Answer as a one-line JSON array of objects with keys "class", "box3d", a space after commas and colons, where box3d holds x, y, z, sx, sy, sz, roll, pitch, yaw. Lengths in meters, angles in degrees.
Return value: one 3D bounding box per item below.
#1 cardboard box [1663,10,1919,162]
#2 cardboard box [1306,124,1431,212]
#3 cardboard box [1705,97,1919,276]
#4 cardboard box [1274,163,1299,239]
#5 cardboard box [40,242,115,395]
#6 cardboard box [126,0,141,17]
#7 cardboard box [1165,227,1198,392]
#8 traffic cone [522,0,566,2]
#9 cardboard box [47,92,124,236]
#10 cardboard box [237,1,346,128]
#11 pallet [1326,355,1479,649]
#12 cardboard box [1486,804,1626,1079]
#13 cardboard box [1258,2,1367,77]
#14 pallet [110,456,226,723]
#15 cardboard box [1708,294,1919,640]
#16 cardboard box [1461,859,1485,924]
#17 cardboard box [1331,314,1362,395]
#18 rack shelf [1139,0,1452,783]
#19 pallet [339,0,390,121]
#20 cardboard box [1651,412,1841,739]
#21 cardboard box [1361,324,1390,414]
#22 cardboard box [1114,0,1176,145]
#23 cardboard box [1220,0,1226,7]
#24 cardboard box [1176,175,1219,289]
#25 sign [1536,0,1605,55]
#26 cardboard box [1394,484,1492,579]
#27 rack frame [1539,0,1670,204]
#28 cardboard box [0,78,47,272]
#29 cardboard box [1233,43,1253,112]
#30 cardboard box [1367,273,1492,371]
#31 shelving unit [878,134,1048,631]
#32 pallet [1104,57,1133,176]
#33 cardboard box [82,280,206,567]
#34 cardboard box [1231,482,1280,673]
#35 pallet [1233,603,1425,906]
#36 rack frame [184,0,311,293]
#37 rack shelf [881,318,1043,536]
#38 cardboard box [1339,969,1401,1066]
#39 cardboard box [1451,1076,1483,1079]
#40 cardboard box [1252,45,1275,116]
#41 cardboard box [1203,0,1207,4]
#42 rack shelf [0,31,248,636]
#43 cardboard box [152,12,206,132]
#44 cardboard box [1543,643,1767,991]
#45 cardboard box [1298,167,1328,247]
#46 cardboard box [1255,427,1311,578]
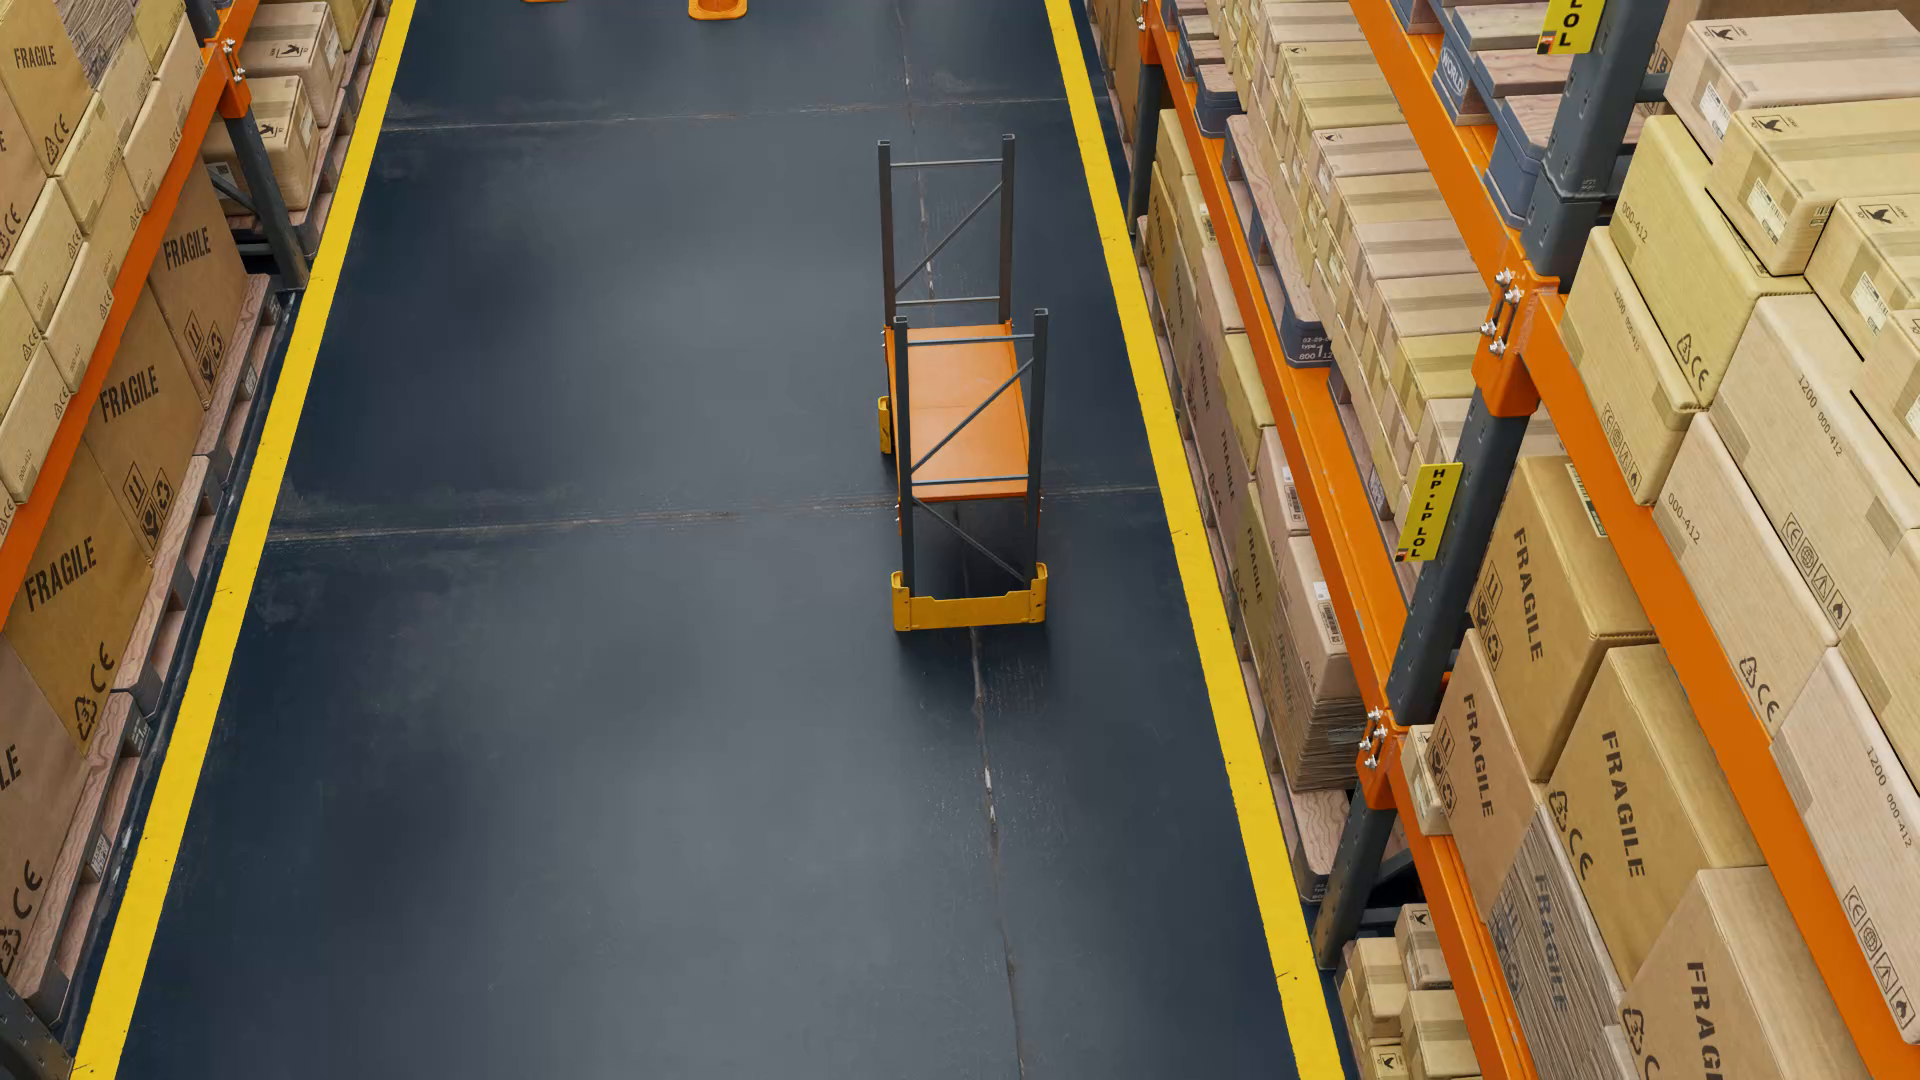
[{"class": "cardboard box", "box3d": [1.445, -0.764, 2.826, 0.380, 0.149, 0.250, -4, 47, -4]}, {"class": "cardboard box", "box3d": [1.326, -1.184, 5.280, 0.380, 0.149, 0.250, -5, 47, -5]}, {"class": "cardboard box", "box3d": [1.435, -0.565, 2.637, 0.380, 0.149, 0.250, -5, 47, -5]}, {"class": "cardboard box", "box3d": [1.297, -1.169, 5.675, 0.380, 0.149, 0.250, -5, 47, -5]}, {"class": "cardboard box", "box3d": [-3.140, -0.717, 5.467, 0.500, 0.250, 0.500, -4, 47, -4]}, {"class": "cardboard box", "box3d": [-3.293, -2.240, 6.048, 0.500, 0.500, 0.500, -5, 47, -4]}, {"class": "cardboard box", "box3d": [1.178, -0.988, 7.052, 0.500, 0.500, 0.500, -3, 47, -3]}, {"class": "traffic cone", "box3d": [-2.433, -3.430, 9.680, 0.336, 0.463, 0.334, -3, 47, -3]}, {"class": "cardboard box", "box3d": [-3.193, -1.266, 5.642, 0.500, 0.250, 0.500, -5, 47, -4]}, {"class": "cardboard box", "box3d": [-3.704, -2.404, 8.481, 0.950, 0.372, 0.625, -4, 47, -4]}, {"class": "pallet", "box3d": [1.743, -0.196, 5.002, 1.003, 0.211, 1.213, -3, 47, -3]}, {"class": "cardboard box", "box3d": [1.501, 0.894, 3.563, 0.500, 0.500, 0.500, -3, 47, -3]}, {"class": "cardboard box", "box3d": [1.260, -1.751, 5.817, 0.380, 0.149, 0.250, -2, 47, -1]}, {"class": "pallet", "box3d": [-3.507, 0.194, 6.421, 1.003, 0.211, 1.213, -3, 47, -3]}, {"class": "cardboard box", "box3d": [1.500, -0.128, 2.499, 0.500, 0.250, 0.500, -4, 47, -3]}, {"class": "cardboard box", "box3d": [1.456, 0.793, 4.106, 0.380, 0.149, 0.250, -2, 47, -2]}, {"class": "cardboard box", "box3d": [1.370, -0.583, 5.120, 0.380, 0.149, 0.250, -6, 47, -5]}, {"class": "rack shelf", "box3d": [1.495, -0.900, 6.032, 1.077, 0.370, 4.000, -3, 47, -3]}, {"class": "pallet", "box3d": [-3.760, -2.708, 9.169, 1.003, 0.211, 1.213, -3, 47, -3]}, {"class": "cardboard box", "box3d": [1.489, 0.033, 2.690, 0.500, 0.250, 0.500, -4, 47, -4]}, {"class": "cardboard box", "box3d": [1.391, -0.507, 4.843, 0.380, 0.149, 0.250, -2, 47, -2]}, {"class": "cardboard box", "box3d": [1.366, -2.411, 8.228, 1.050, 0.750, 0.750, -4, 47, -4]}, {"class": "cardboard box", "box3d": [1.193, -2.197, 6.443, 0.380, 0.149, 0.250, -1, 47, -1]}, {"class": "cardboard box", "box3d": [1.186, -1.257, 6.790, 0.500, 0.250, 0.500, -4, 47, -4]}, {"class": "sign", "box3d": [1.109, -1.009, 2.946, 0.100, 0.325, 0.005, -3, 47, -3]}, {"class": "cardboard box", "box3d": [1.432, -0.034, 4.600, 0.380, 0.149, 0.250, -4, 47, -4]}, {"class": "rack frame", "box3d": [1.662, -1.763, 2.222, 1.000, 3.000, 0.127, -3, 47, -3]}, {"class": "cardboard box", "box3d": [-3.172, -1.143, 5.009, 0.500, 0.500, 0.500, -4, 47, -4]}, {"class": "cardboard box", "box3d": [1.233, -1.732, 6.208, 0.380, 0.149, 0.250, -2, 47, -1]}, {"class": "cardboard box", "box3d": [1.391, -0.623, 4.748, 0.380, 0.149, 0.250, -5, 47, -5]}, {"class": "shelving unit", "box3d": [-0.006, -0.571, 6.258, 0.587, 1.500, 1.083, -3, 47, -3]}, {"class": "pallet", "box3d": [1.336, -2.210, 8.698, 1.003, 0.211, 1.213, -3, 47, -3]}, {"class": "cardboard box", "box3d": [-3.551, -0.484, 6.316, 0.875, 0.875, 0.875, -3, 47, -3]}, {"class": "cardboard box", "box3d": [1.307, 0.124, 5.999, 0.500, 0.500, 0.500, -4, 47, -4]}, {"class": "pallet", "box3d": [1.596, 0.695, 5.946, 1.003, 0.211, 1.213, -3, 47, -3]}, {"class": "rack frame", "box3d": [-3.597, -2.220, 6.787, 1.000, 3.000, 0.127, -3, 47, -3]}, {"class": "rack shelf", "box3d": [-0.007, -0.454, 6.395, 0.538, 0.185, 1.000, -3, 47, -3]}, {"class": "cardboard box", "box3d": [1.373, 1.419, 5.015, 0.380, 0.149, 0.250, -5, 47, -5]}, {"class": "cardboard box", "box3d": [1.519, 1.576, 4.456, 0.380, 0.149, 0.250, -4, 47, -4]}, {"class": "cardboard box", "box3d": [1.260, -1.641, 5.917, 0.380, 0.149, 0.250, -3, 47, -3]}, {"class": "cardboard box", "box3d": [1.164, -2.316, 6.762, 0.380, 0.149, 0.250, -4, 47, -4]}, {"class": "rack shelf", "box3d": [-3.429, -0.526, 5.678, 1.077, 0.370, 4.000, -3, 47, -3]}, {"class": "cardboard box", "box3d": [-3.296, -1.819, 6.510, 0.500, 0.250, 0.500, -5, 47, -5]}, {"class": "cardboard box", "box3d": [1.516, 0.535, 3.215, 0.500, 0.500, 0.500, -5, 47, -4]}, {"class": "cardboard box", "box3d": [1.318, -1.090, 5.395, 0.380, 0.149, 0.250, -3, 47, -3]}, {"class": "cardboard box", "box3d": [1.318, -0.139, 5.732, 0.500, 0.250, 0.500, -1, 47, -1]}]
